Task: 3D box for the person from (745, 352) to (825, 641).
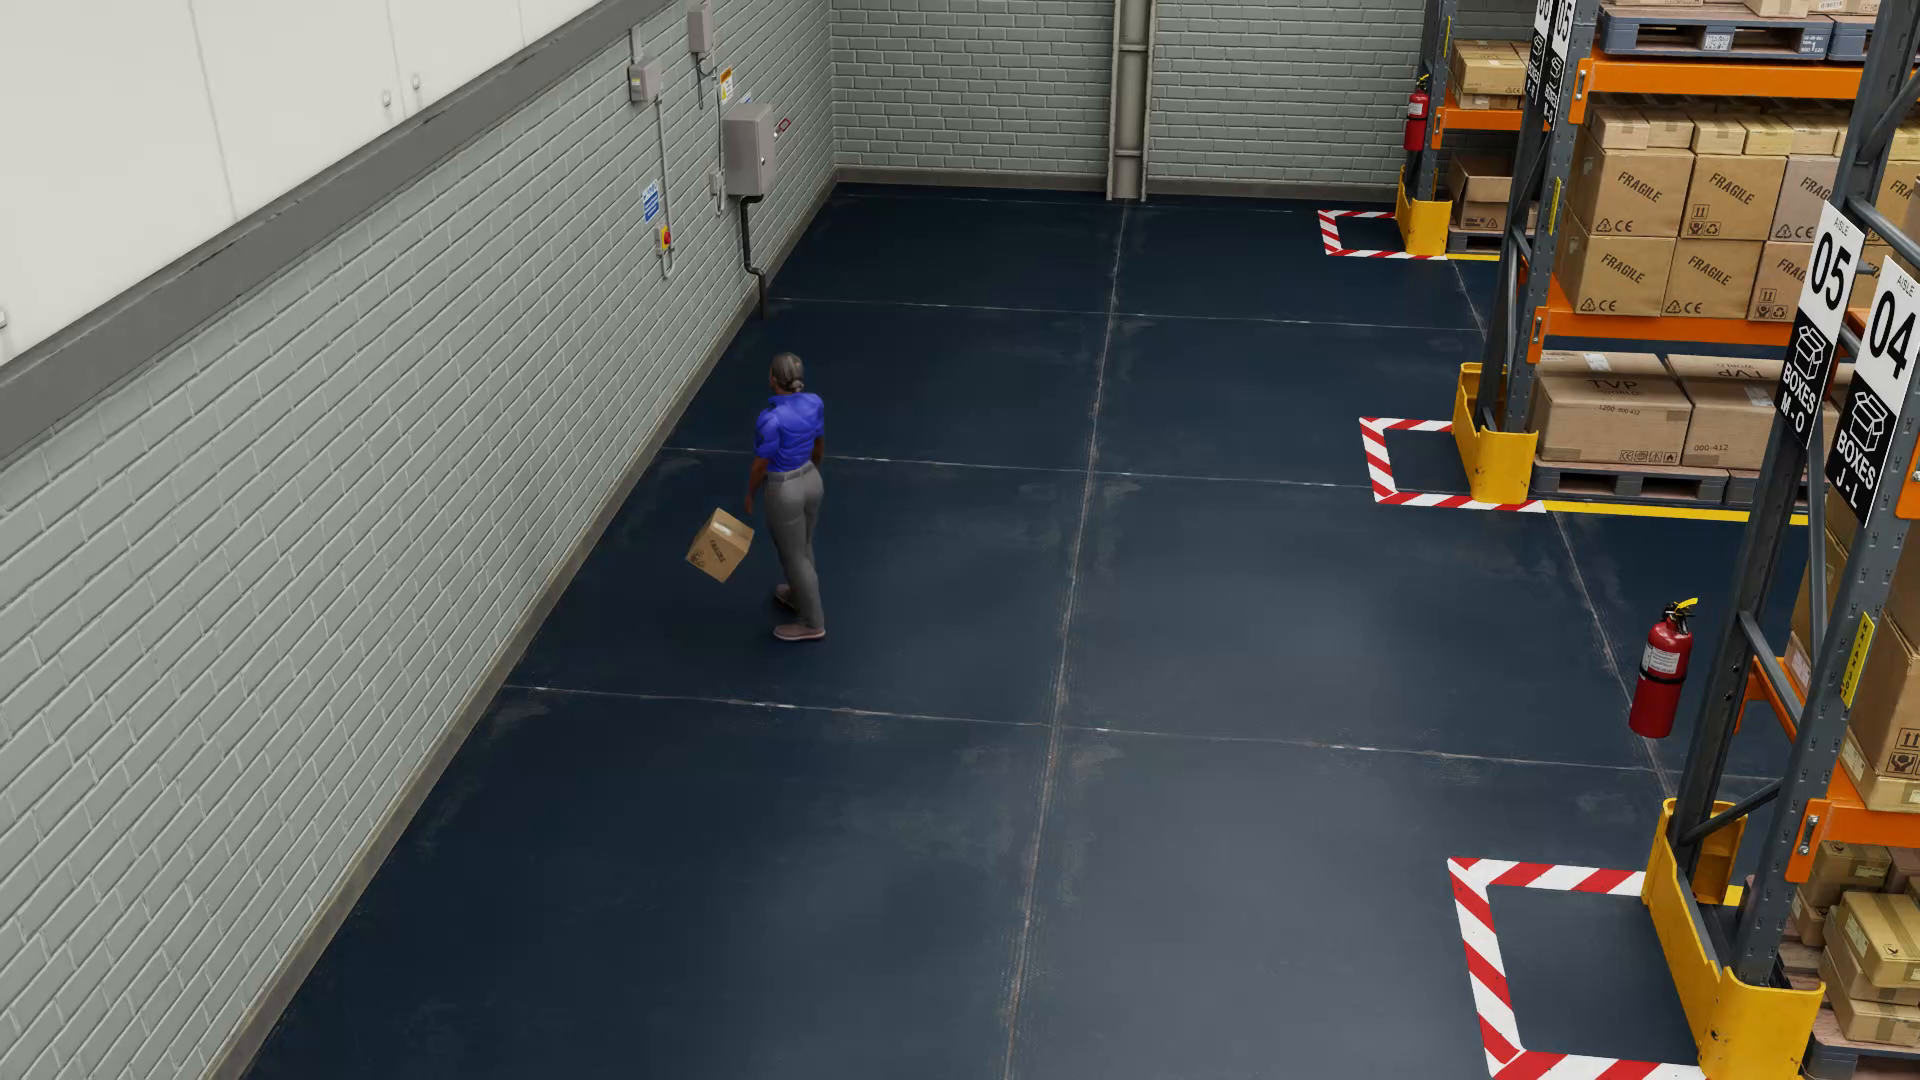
[{"bbox_3d":[-0.944,-0.275,9.125,0.575,1.652,0.546,21,35,34],"label":"person"}]
